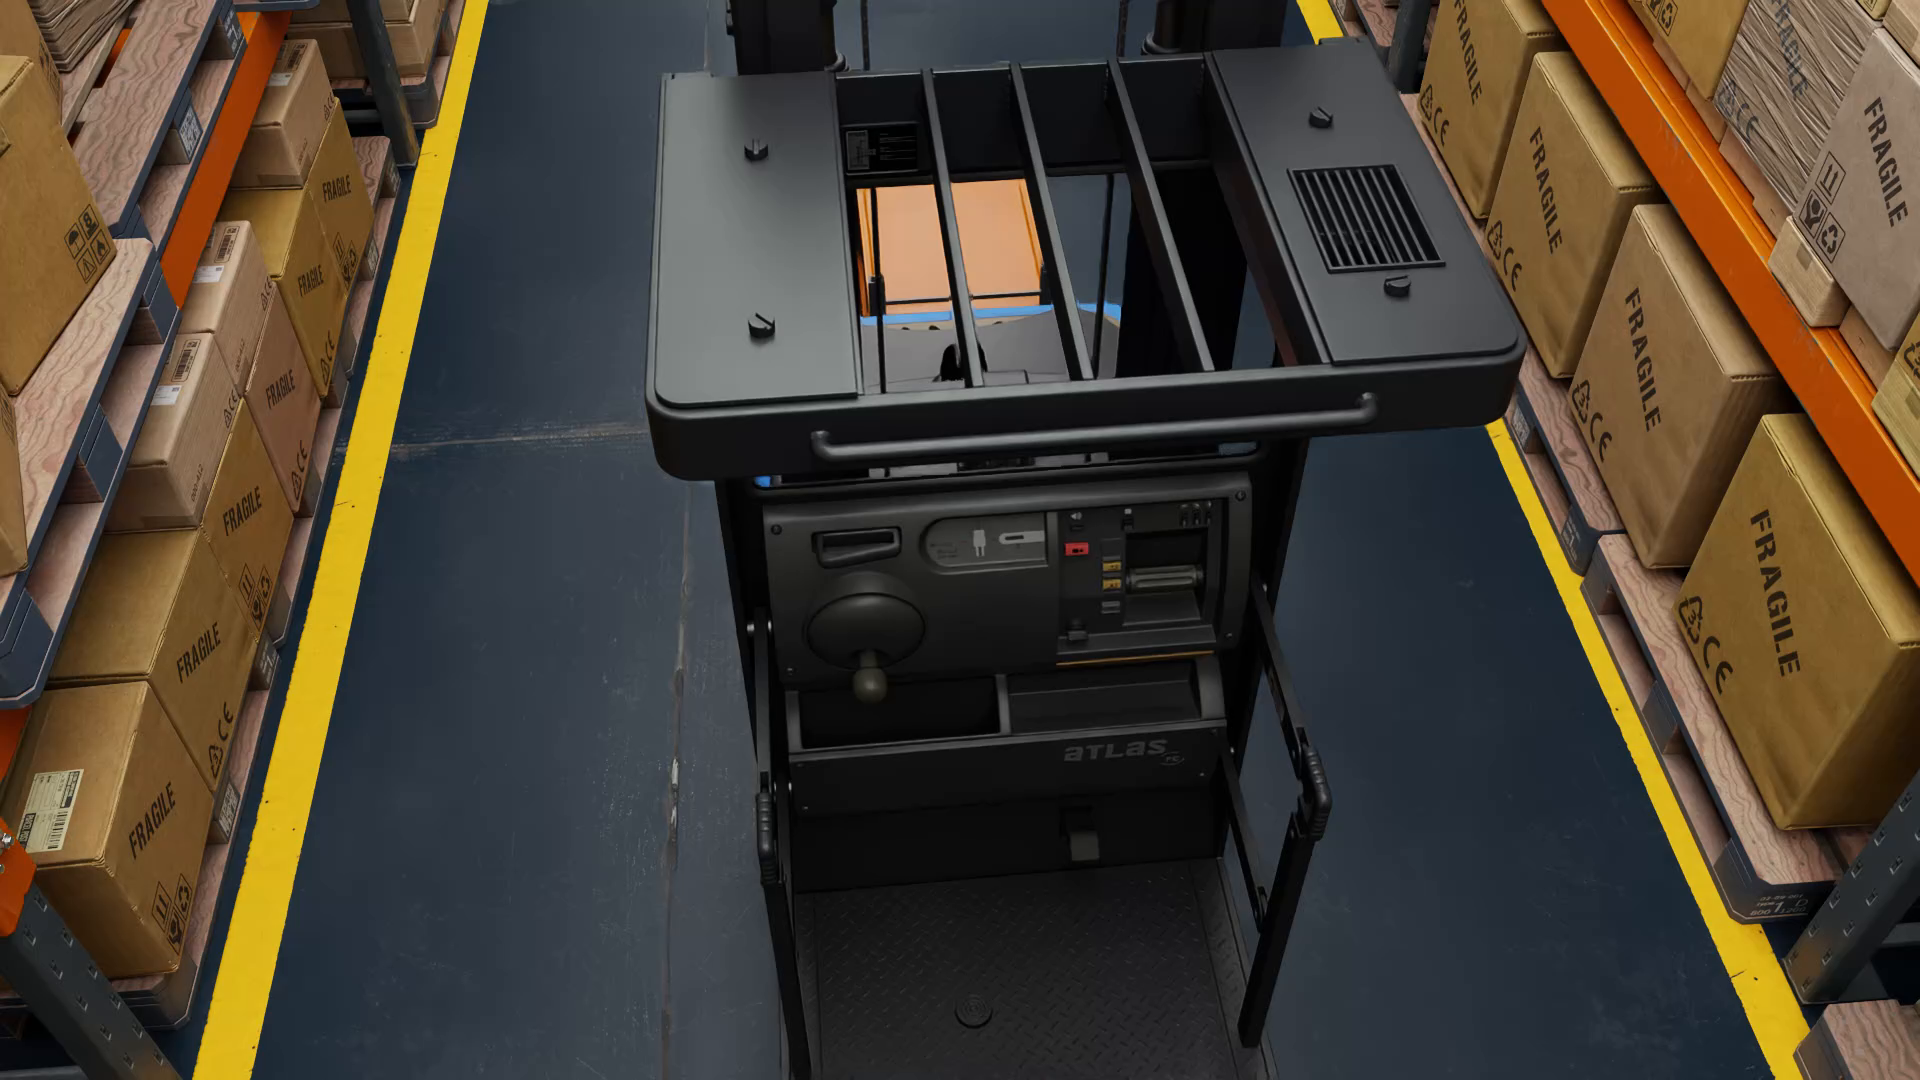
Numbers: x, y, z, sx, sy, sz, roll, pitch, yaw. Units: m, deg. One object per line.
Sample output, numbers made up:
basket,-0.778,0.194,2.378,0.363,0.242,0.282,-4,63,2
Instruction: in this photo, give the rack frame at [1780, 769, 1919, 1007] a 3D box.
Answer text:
rack frame,2.590,0.057,3.130,1.000,3.000,0.127,-3,47,-3

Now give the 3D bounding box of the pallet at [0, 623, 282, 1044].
pallet,-2.452,0.734,4.410,1.003,0.211,1.213,-3,47,-3

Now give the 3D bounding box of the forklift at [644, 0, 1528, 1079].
forklift,0.122,0.191,3.050,1.130,2.935,3.031,-4,47,-4

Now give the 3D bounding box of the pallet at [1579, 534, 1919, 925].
pallet,2.450,0.462,4.667,1.003,0.211,1.213,-3,47,-3

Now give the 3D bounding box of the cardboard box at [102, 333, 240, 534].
cardboard box,-2.227,-0.277,4.348,0.500,0.250,0.500,-3,47,-3

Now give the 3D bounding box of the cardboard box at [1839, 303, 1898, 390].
cardboard box,2.258,-0.462,3.781,0.380,0.149,0.250,-2,47,-2

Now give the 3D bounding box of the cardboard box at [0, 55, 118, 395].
cardboard box,-2.283,-0.668,3.458,0.700,0.500,0.500,3,47,3

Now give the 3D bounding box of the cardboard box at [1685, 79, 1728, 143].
cardboard box,2.206,-1.205,4.485,0.380,0.149,0.250,-2,47,-2

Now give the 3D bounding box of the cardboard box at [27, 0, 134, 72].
cardboard box,-2.629,-1.590,4.331,0.700,0.500,0.500,4,47,4

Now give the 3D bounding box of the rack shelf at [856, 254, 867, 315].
rack shelf,-0.044,-0.515,5.300,0.538,0.278,1.000,-4,47,-4

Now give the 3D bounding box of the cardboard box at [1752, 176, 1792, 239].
cardboard box,2.223,-0.830,4.130,0.380,0.149,0.250,-3,47,-3

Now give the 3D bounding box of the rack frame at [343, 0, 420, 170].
rack frame,-2.681,-2.533,5.583,1.000,3.000,0.127,-3,47,-3

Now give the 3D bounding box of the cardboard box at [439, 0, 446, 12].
cardboard box,-2.475,-2.492,7.149,0.500,0.250,0.500,-5,47,-4

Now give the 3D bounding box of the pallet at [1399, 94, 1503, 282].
pallet,2.246,-1.303,6.339,1.003,0.211,1.213,-3,47,-3

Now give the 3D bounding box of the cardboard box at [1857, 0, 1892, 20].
cardboard box,2.220,-1.406,3.712,0.500,0.250,0.500,-3,47,-3

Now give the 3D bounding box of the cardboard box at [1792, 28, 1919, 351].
cardboard box,2.248,-0.773,3.629,0.500,0.500,0.500,-3,47,-3

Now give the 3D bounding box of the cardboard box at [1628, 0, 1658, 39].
cardboard box,2.188,-1.576,4.836,0.380,0.149,0.250,-3,47,-3

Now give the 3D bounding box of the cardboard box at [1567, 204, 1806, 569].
cardboard box,2.329,-0.453,4.805,0.750,0.750,0.750,-2,47,-2

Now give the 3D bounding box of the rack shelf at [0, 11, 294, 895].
rack shelf,-2.513,-0.839,4.474,1.077,0.370,4.000,-3,47,-3

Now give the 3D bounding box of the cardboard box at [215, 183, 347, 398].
cardboard box,-2.325,-0.788,5.349,0.500,0.500,0.500,-5,47,-5

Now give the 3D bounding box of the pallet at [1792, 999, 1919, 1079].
pallet,2.576,1.571,3.617,1.003,0.211,1.213,-3,47,-3

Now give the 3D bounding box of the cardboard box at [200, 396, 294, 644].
cardboard box,-2.234,-0.043,4.643,0.500,0.500,0.500,-3,47,-3

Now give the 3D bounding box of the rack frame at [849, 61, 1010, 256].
rack frame,-0.095,-1.051,5.470,0.500,1.125,0.032,-4,47,-4

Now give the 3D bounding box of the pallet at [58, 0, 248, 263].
pallet,-2.513,-1.060,4.320,1.003,0.211,1.213,-3,47,-3

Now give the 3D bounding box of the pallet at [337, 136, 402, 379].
pallet,-2.656,-1.032,6.082,1.003,0.211,1.213,-3,47,-3

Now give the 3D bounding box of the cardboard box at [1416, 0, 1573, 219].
cardboard box,2.186,-1.702,5.987,0.750,0.750,0.750,-4,47,-4

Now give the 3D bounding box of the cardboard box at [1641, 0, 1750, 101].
cardboard box,2.167,-1.498,4.316,0.500,0.500,0.500,-2,47,-2

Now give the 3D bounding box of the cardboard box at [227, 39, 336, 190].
cardboard box,-2.360,-1.380,5.393,0.500,0.250,0.500,-2,47,-2

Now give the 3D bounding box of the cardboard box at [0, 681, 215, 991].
cardboard box,-2.143,0.705,3.935,0.500,0.500,0.500,-5,47,-5

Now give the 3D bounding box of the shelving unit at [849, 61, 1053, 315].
shelving unit,-0.044,-0.684,5.123,0.538,1.125,1.048,-4,47,-4

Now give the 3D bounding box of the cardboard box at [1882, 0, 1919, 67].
cardboard box,2.263,-1.037,3.362,0.500,0.250,0.500,-3,47,-2

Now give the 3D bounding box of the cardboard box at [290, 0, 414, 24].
cardboard box,-2.432,-2.321,6.601,0.500,0.311,0.500,-2,47,-2
